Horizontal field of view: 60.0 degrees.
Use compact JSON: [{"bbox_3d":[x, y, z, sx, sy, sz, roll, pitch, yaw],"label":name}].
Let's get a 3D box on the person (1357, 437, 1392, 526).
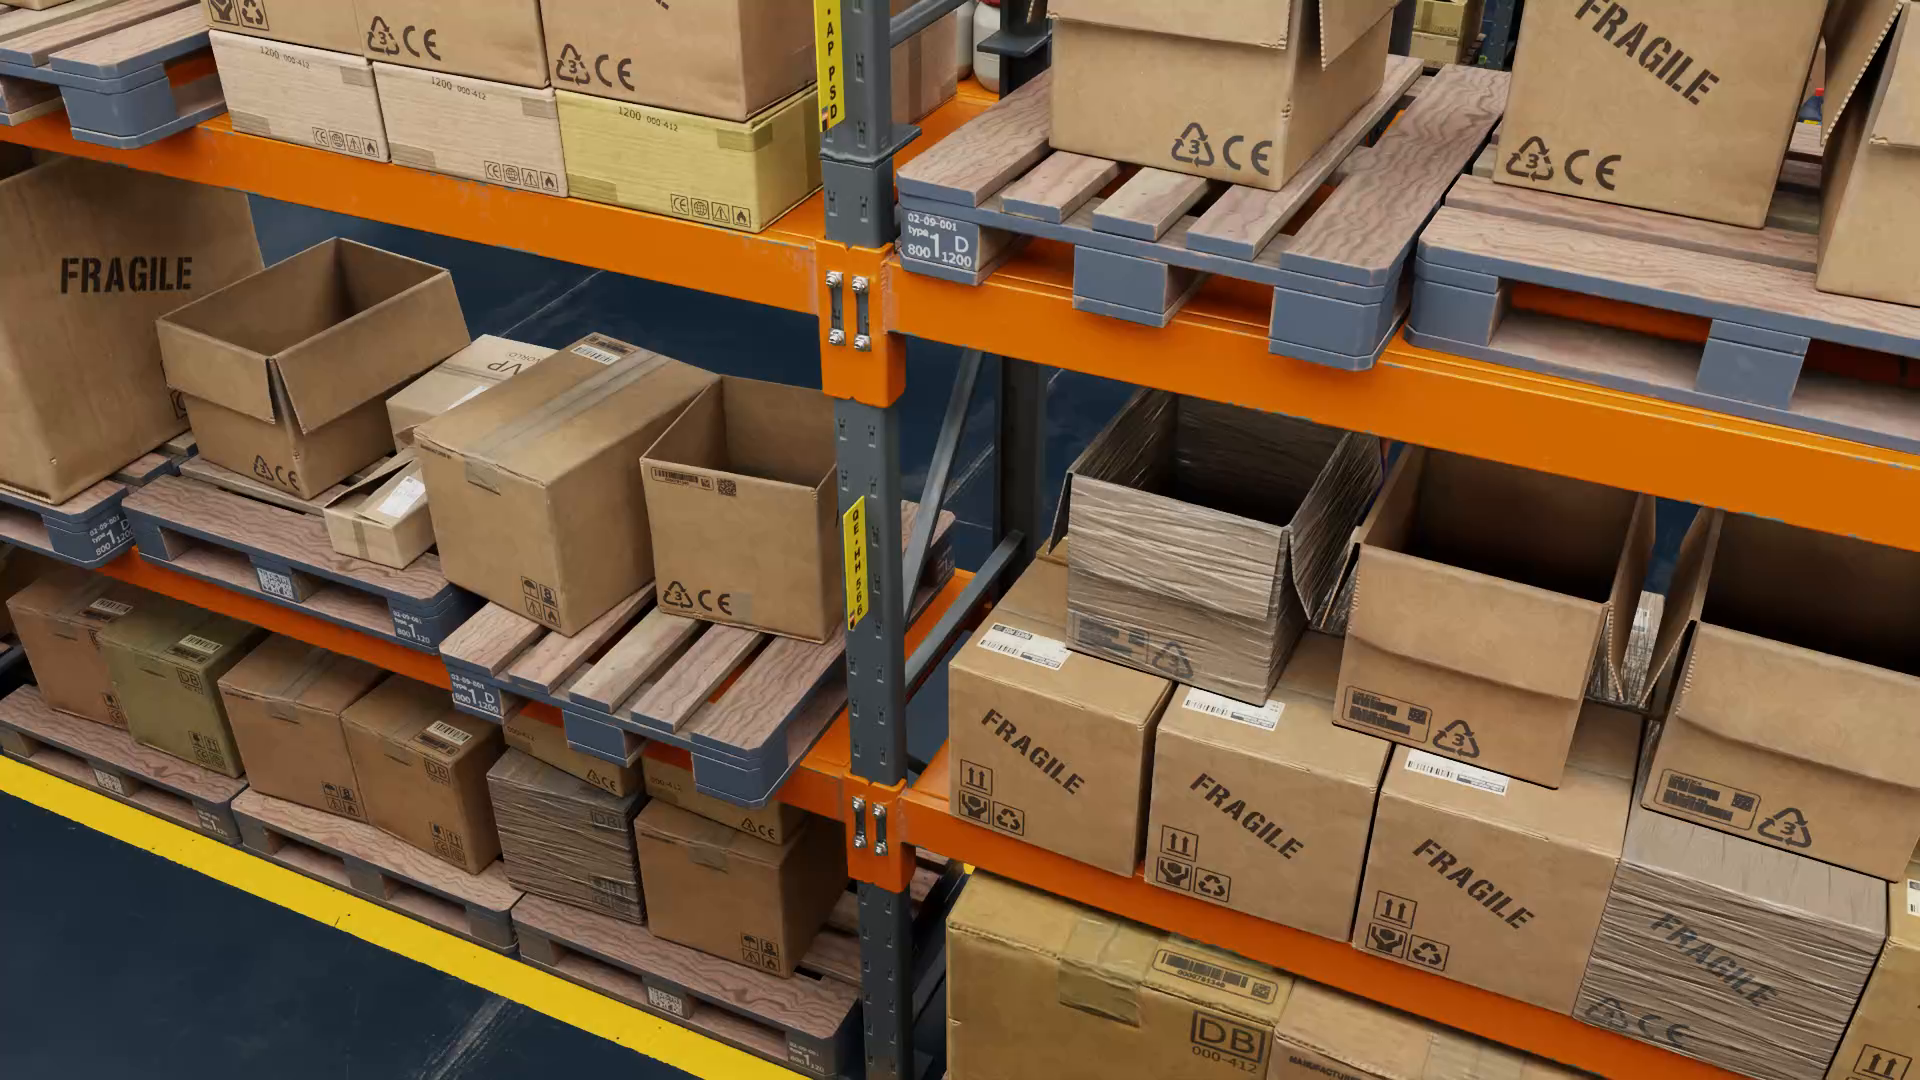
[{"bbox_3d":[1.502,-0.291,6.641,0.545,1.707,0.387,15,37,21],"label":"person"}]
